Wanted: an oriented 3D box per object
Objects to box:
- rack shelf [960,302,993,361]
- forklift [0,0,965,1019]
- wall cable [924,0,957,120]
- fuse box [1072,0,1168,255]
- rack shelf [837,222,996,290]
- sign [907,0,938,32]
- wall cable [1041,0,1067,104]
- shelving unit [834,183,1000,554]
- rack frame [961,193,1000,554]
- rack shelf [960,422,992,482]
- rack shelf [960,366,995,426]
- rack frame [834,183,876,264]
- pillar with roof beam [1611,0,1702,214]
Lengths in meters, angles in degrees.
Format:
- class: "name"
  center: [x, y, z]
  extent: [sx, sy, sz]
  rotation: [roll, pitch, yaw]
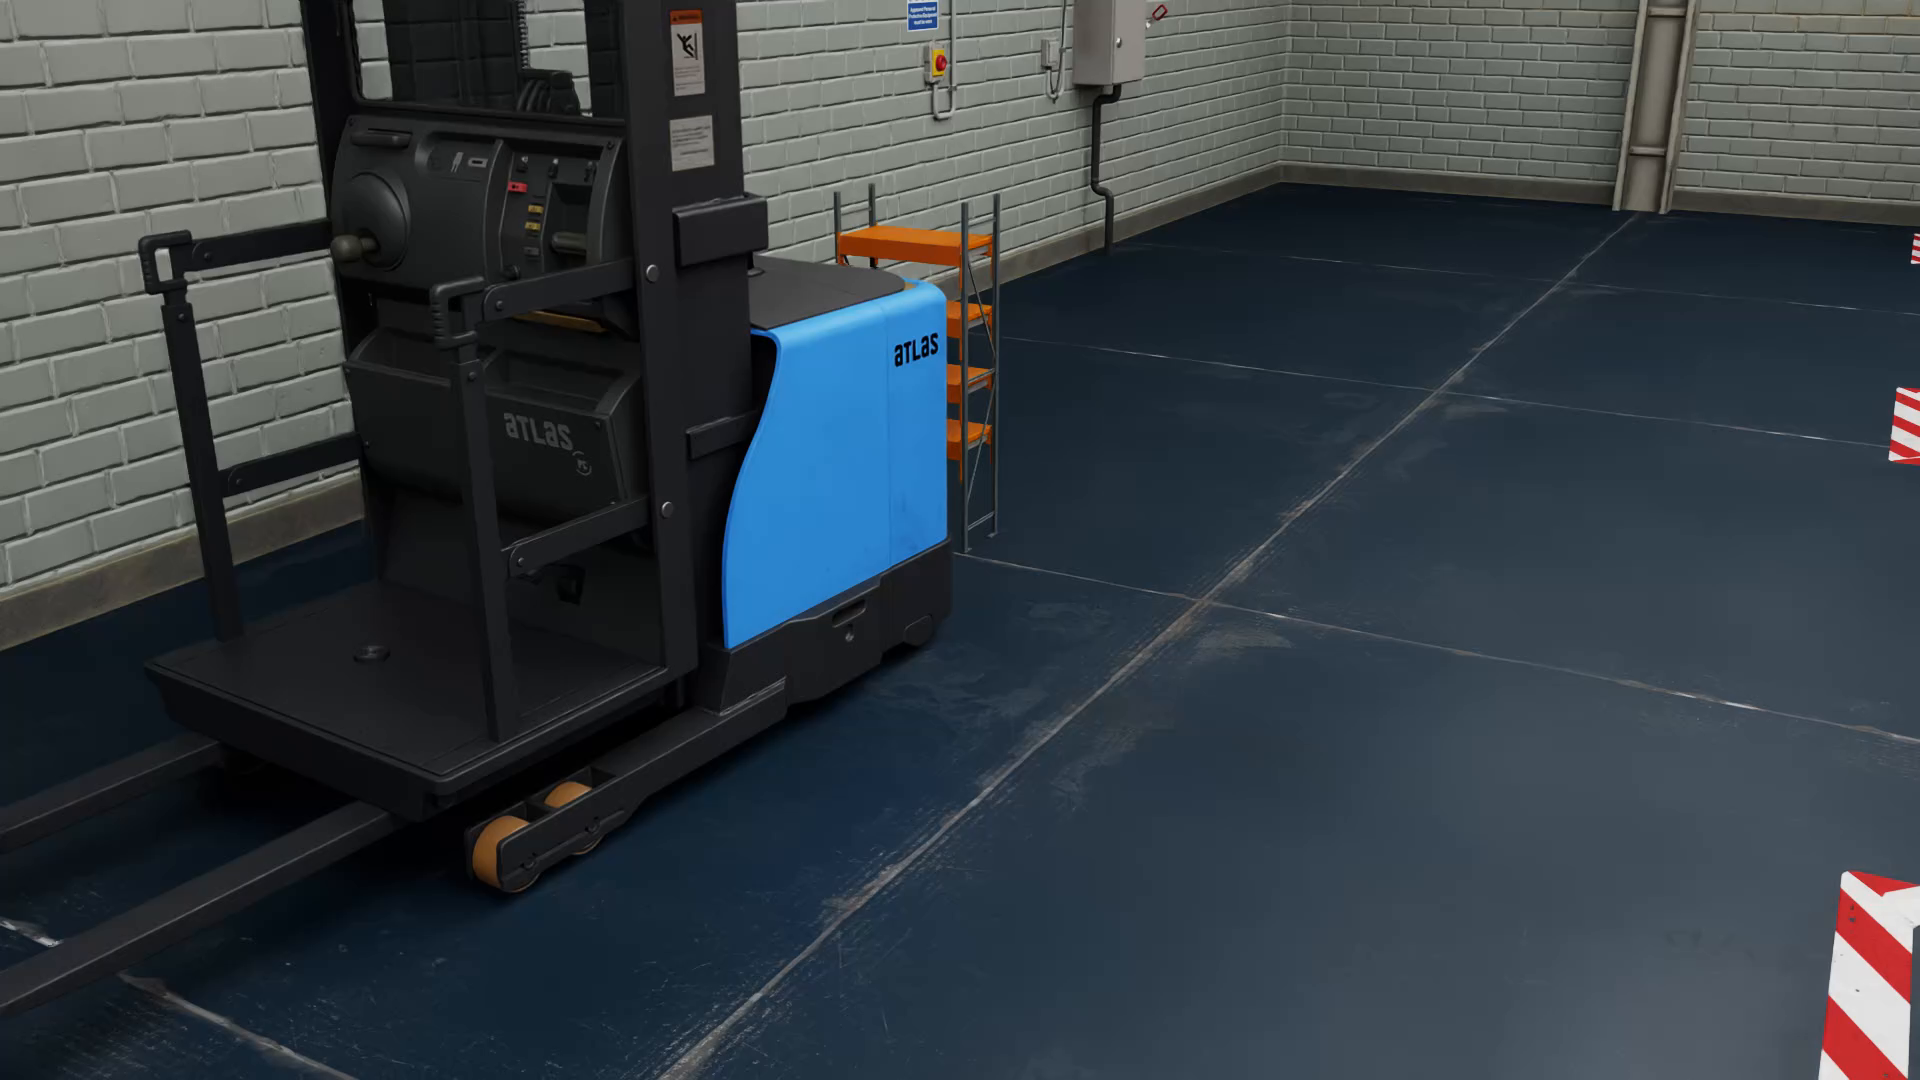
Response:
- class: "rack shelf"
  center: [-0.145, -0.739, 5.683]
  extent: [0.480, 0.148, 0.258]
  rotation: [11, 23, 27]
- class: "forklift"
  center: [-1.221, -0.796, 3.762]
  extent: [1.130, 2.935, 3.031]
  rotation: [13, 24, 31]
- class: "wall cable"
  center: [-0.121, -3.216, 8.796]
  extent: [0.123, 1.953, 0.585]
  rotation: [11, 23, 27]
- class: "fuse box"
  center: [1.030, -2.719, 10.852]
  extent: [0.414, 1.711, 0.539]
  rotation: [11, 23, 27]
- class: "rack shelf"
  center: [-0.144, -0.961, 5.602]
  extent: [0.480, 0.148, 0.258]
  rotation: [11, 23, 27]
- class: "sign"
  center: [-0.198, -2.847, 8.917]
  extent: [0.001, 0.218, 0.327]
  rotation: [11, 23, 27]
- class: "wall cable"
  center: [0.560, -3.625, 9.971]
  extent: [0.122, 1.984, 0.588]
  rotation: [11, 23, 27]
- class: "shelving unit"
  center: [-0.144, -0.592, 5.736]
  extent: [0.503, 1.200, 0.258]
  rotation: [11, 23, 27]
- class: "rack frame"
  center: [0.069, -0.551, 5.625]
  extent: [0.015, 1.200, 0.240]
  rotation: [11, 23, 27]
- class: "rack shelf"
  center: [-0.145, -0.342, 5.827]
  extent: [0.480, 0.148, 0.258]
  rotation: [11, 23, 27]
- class: "rack shelf"
  center: [-0.145, -0.528, 5.759]
  extent: [0.480, 0.148, 0.258]
  rotation: [11, 23, 27]
- class: "rack frame"
  center: [-0.358, -0.632, 5.848]
  extent: [0.015, 1.200, 0.240]
  rotation: [11, 23, 27]
- class: "pillar with roof beam"
  center: [3.216, -5.527, 7.904]
  extent: [0.400, 9.000, 9.100]
  rotation: [11, 23, 27]
